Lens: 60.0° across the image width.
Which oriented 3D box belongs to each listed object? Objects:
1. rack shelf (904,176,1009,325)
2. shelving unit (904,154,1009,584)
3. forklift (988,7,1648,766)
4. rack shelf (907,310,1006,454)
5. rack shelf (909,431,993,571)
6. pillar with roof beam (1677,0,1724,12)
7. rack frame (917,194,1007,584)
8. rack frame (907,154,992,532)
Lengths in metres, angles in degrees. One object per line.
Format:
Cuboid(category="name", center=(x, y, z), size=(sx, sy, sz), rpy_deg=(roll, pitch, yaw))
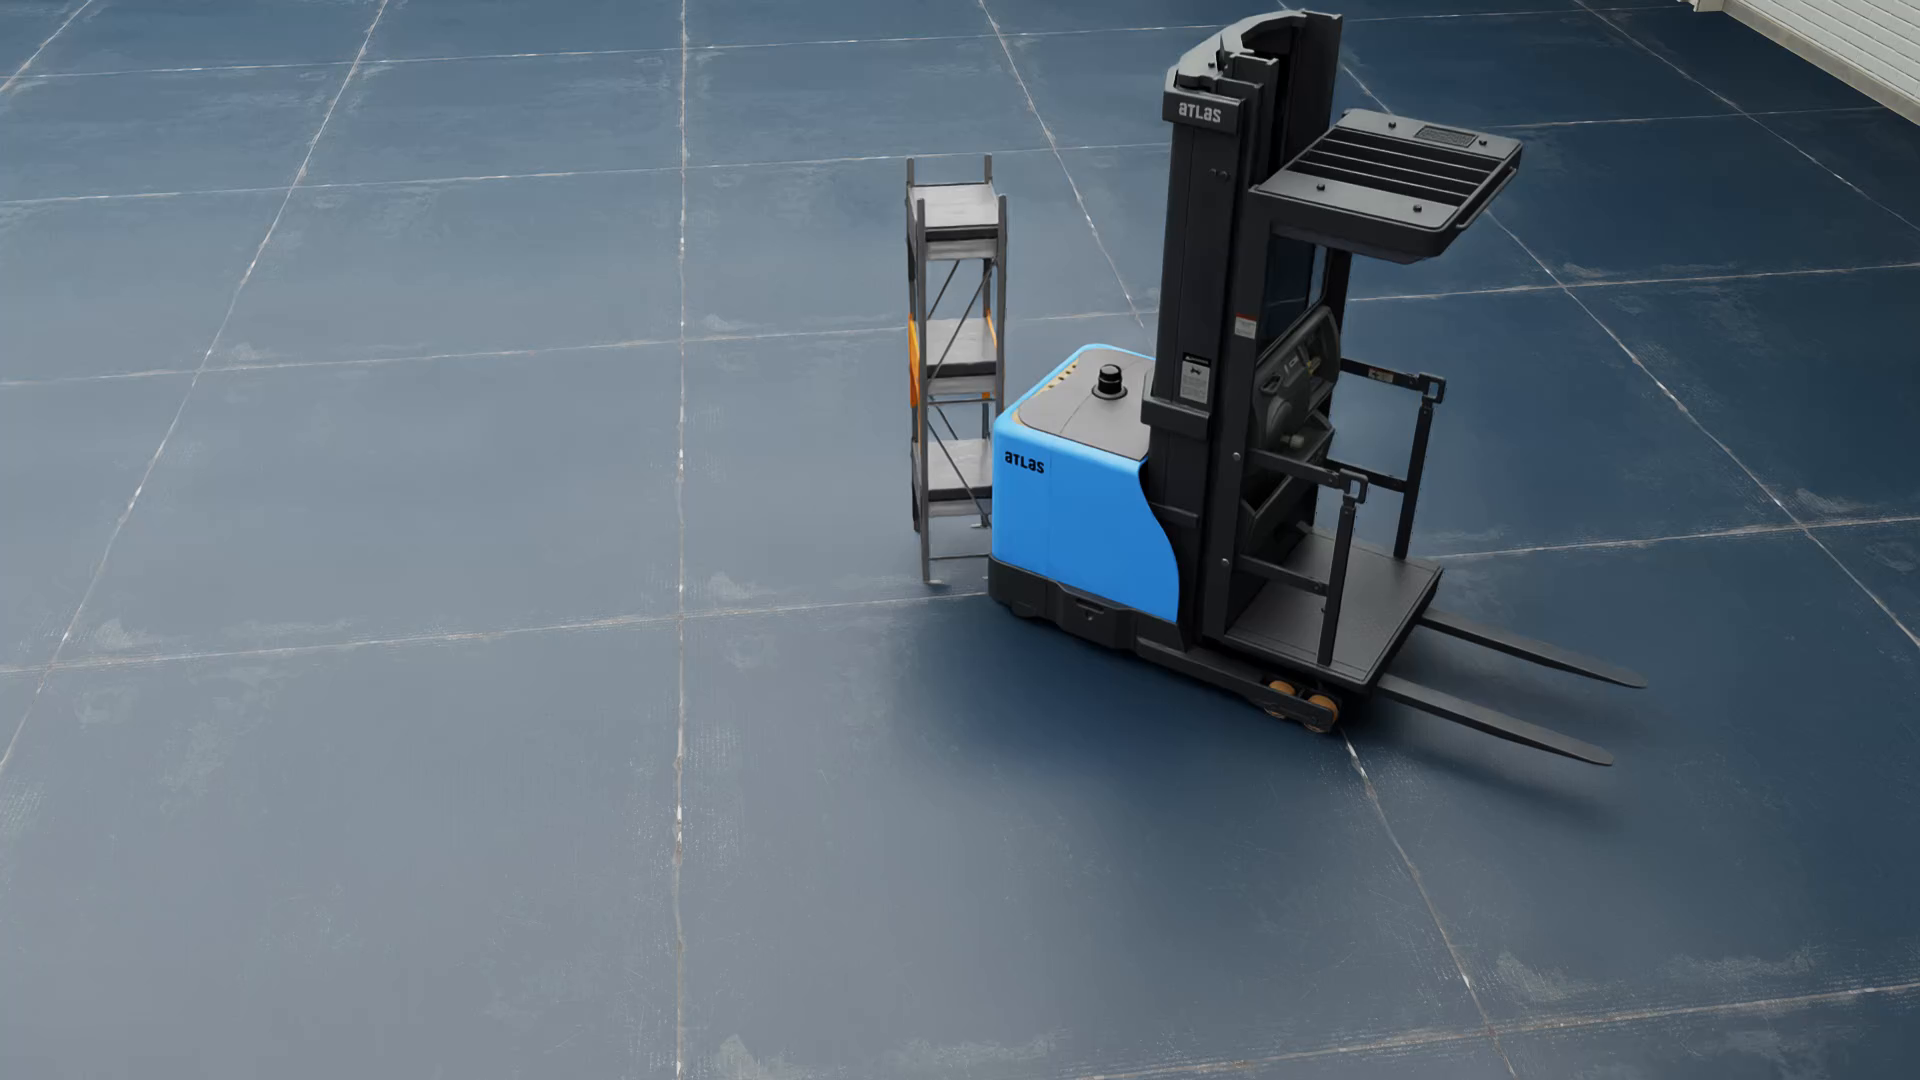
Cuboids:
Cuboid(category="rack shelf", center=(-0.022, -1.361, 7.792), size=(0.431, 0.518, 0.480), rpy_deg=(-4, 34, -6))
Cuboid(category="shelving unit", center=(-0.022, -0.793, 8.178), size=(0.431, 2.100, 0.503), rpy_deg=(-4, 34, -6))
Cuboid(category="forklift", center=(1.663, -0.677, 7.269), size=(3.031, 2.935, 1.130), rpy_deg=(19, 39, 26))
Cuboid(category="rack shelf", center=(-0.022, -0.782, 8.186), size=(0.431, 0.518, 0.480), rpy_deg=(-4, 34, -6))
Cuboid(category="rack shelf", center=(-0.022, -0.204, 8.580), size=(0.431, 0.518, 0.480), rpy_deg=(-4, 34, -6))
Cuboid(category="pillar with roof beam", center=(3.221, -8.799, 13.799), size=(9.100, 9.000, 0.400), rpy_deg=(-4, 35, -6))
Cuboid(category="rack frame", center=(0.008, -0.657, 7.978), size=(0.400, 2.100, 0.015), rpy_deg=(-4, 34, -6))
Cuboid(category="rack frame", center=(-0.051, -0.930, 8.379), size=(0.400, 2.100, 0.015), rpy_deg=(-4, 34, -6))
